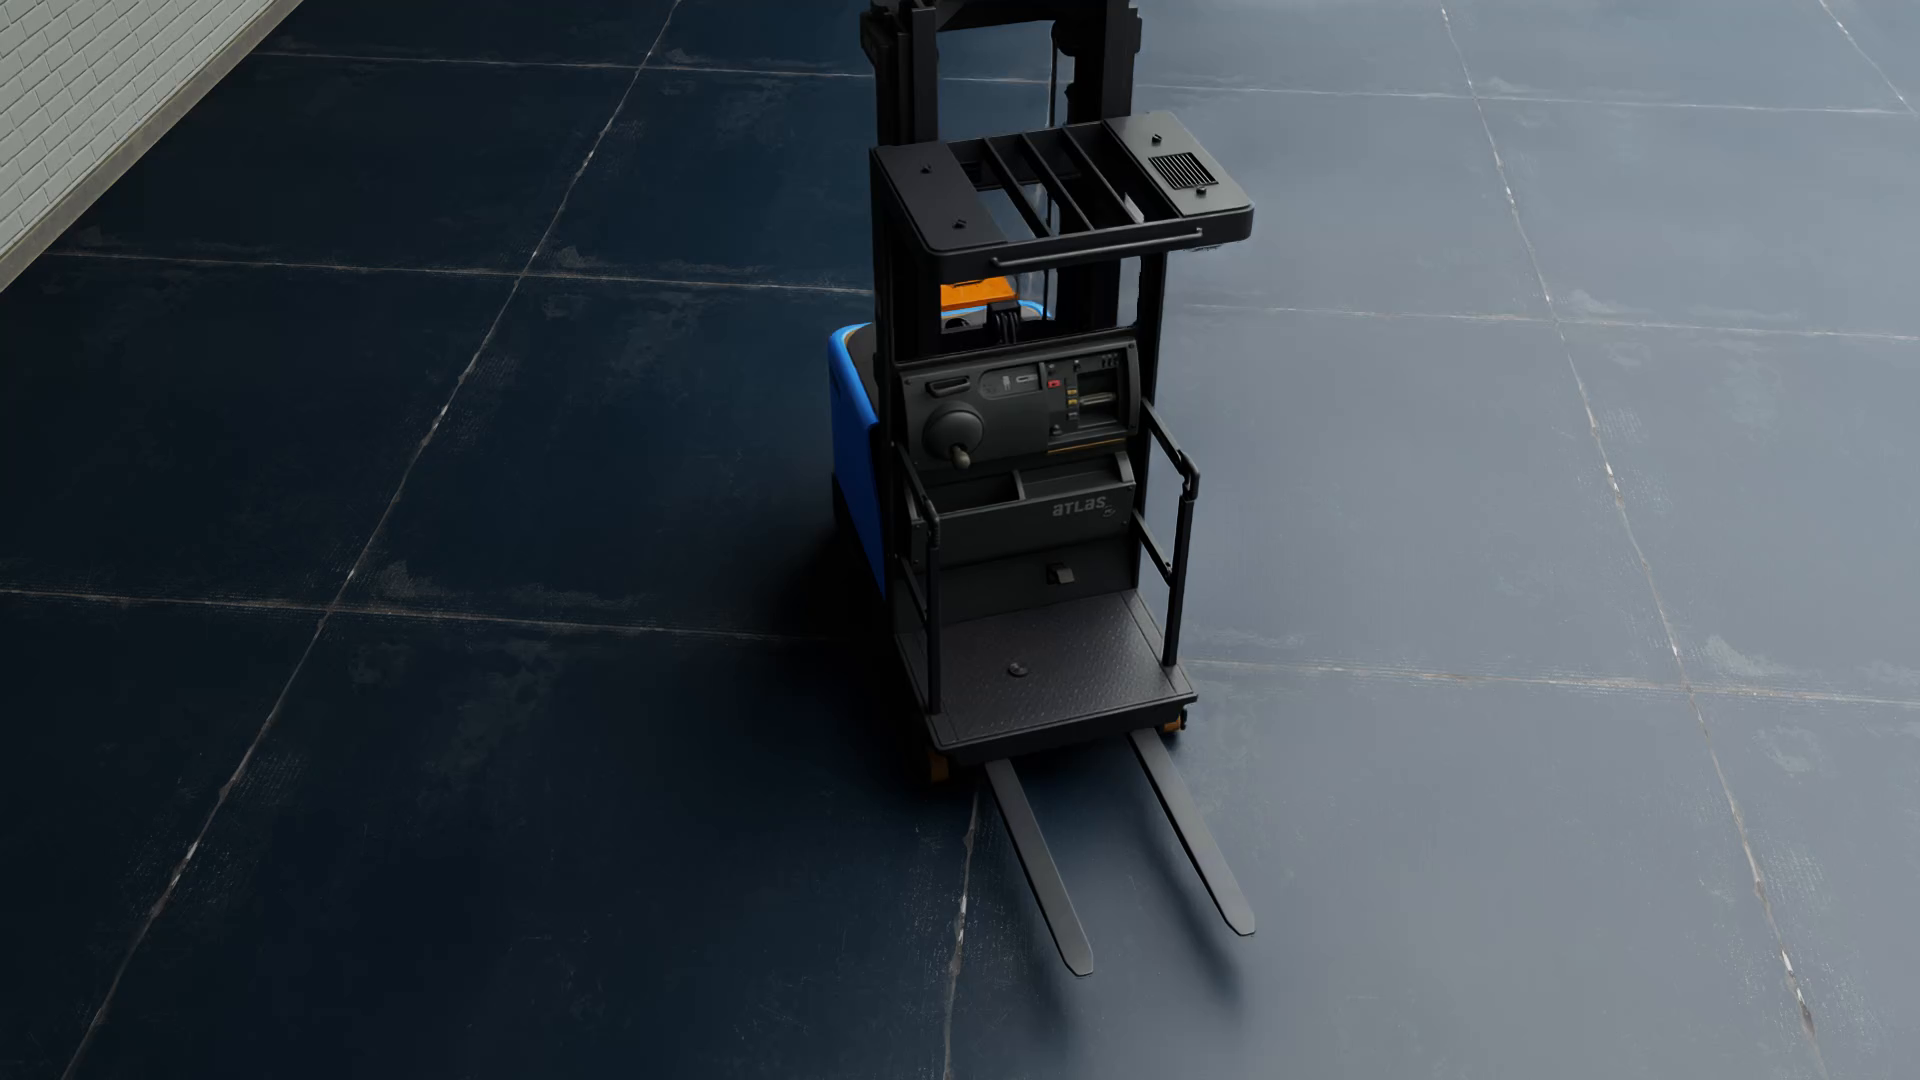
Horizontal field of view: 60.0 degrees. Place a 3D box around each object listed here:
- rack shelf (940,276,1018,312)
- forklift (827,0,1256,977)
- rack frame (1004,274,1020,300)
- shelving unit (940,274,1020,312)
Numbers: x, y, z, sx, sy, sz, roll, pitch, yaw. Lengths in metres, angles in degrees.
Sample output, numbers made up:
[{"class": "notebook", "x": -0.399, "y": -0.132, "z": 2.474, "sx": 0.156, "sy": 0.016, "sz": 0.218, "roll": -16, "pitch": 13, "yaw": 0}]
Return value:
[{"class": "rack shelf", "x": -0.001, "y": -1.110, "z": 7.711, "sx": 0.480, "sy": 0.148, "sz": 0.258, "roll": -10, "pitch": 40, "yaw": -13}, {"class": "forklift", "x": 0.299, "y": -0.438, "z": 6.136, "sx": 1.130, "sy": 2.935, "sz": 3.031, "roll": -10, "pitch": 40, "yaw": -13}, {"class": "rack frame", "x": 0.233, "y": -0.848, "z": 8.012, "sx": 0.015, "sy": 1.200, "sz": 0.240, "roll": -10, "pitch": 40, "yaw": -13}, {"class": "shelving unit", "x": -0.001, "y": -0.805, "z": 7.959, "sx": 0.503, "sy": 1.200, "sz": 0.258, "roll": -10, "pitch": 40, "yaw": -13}]
